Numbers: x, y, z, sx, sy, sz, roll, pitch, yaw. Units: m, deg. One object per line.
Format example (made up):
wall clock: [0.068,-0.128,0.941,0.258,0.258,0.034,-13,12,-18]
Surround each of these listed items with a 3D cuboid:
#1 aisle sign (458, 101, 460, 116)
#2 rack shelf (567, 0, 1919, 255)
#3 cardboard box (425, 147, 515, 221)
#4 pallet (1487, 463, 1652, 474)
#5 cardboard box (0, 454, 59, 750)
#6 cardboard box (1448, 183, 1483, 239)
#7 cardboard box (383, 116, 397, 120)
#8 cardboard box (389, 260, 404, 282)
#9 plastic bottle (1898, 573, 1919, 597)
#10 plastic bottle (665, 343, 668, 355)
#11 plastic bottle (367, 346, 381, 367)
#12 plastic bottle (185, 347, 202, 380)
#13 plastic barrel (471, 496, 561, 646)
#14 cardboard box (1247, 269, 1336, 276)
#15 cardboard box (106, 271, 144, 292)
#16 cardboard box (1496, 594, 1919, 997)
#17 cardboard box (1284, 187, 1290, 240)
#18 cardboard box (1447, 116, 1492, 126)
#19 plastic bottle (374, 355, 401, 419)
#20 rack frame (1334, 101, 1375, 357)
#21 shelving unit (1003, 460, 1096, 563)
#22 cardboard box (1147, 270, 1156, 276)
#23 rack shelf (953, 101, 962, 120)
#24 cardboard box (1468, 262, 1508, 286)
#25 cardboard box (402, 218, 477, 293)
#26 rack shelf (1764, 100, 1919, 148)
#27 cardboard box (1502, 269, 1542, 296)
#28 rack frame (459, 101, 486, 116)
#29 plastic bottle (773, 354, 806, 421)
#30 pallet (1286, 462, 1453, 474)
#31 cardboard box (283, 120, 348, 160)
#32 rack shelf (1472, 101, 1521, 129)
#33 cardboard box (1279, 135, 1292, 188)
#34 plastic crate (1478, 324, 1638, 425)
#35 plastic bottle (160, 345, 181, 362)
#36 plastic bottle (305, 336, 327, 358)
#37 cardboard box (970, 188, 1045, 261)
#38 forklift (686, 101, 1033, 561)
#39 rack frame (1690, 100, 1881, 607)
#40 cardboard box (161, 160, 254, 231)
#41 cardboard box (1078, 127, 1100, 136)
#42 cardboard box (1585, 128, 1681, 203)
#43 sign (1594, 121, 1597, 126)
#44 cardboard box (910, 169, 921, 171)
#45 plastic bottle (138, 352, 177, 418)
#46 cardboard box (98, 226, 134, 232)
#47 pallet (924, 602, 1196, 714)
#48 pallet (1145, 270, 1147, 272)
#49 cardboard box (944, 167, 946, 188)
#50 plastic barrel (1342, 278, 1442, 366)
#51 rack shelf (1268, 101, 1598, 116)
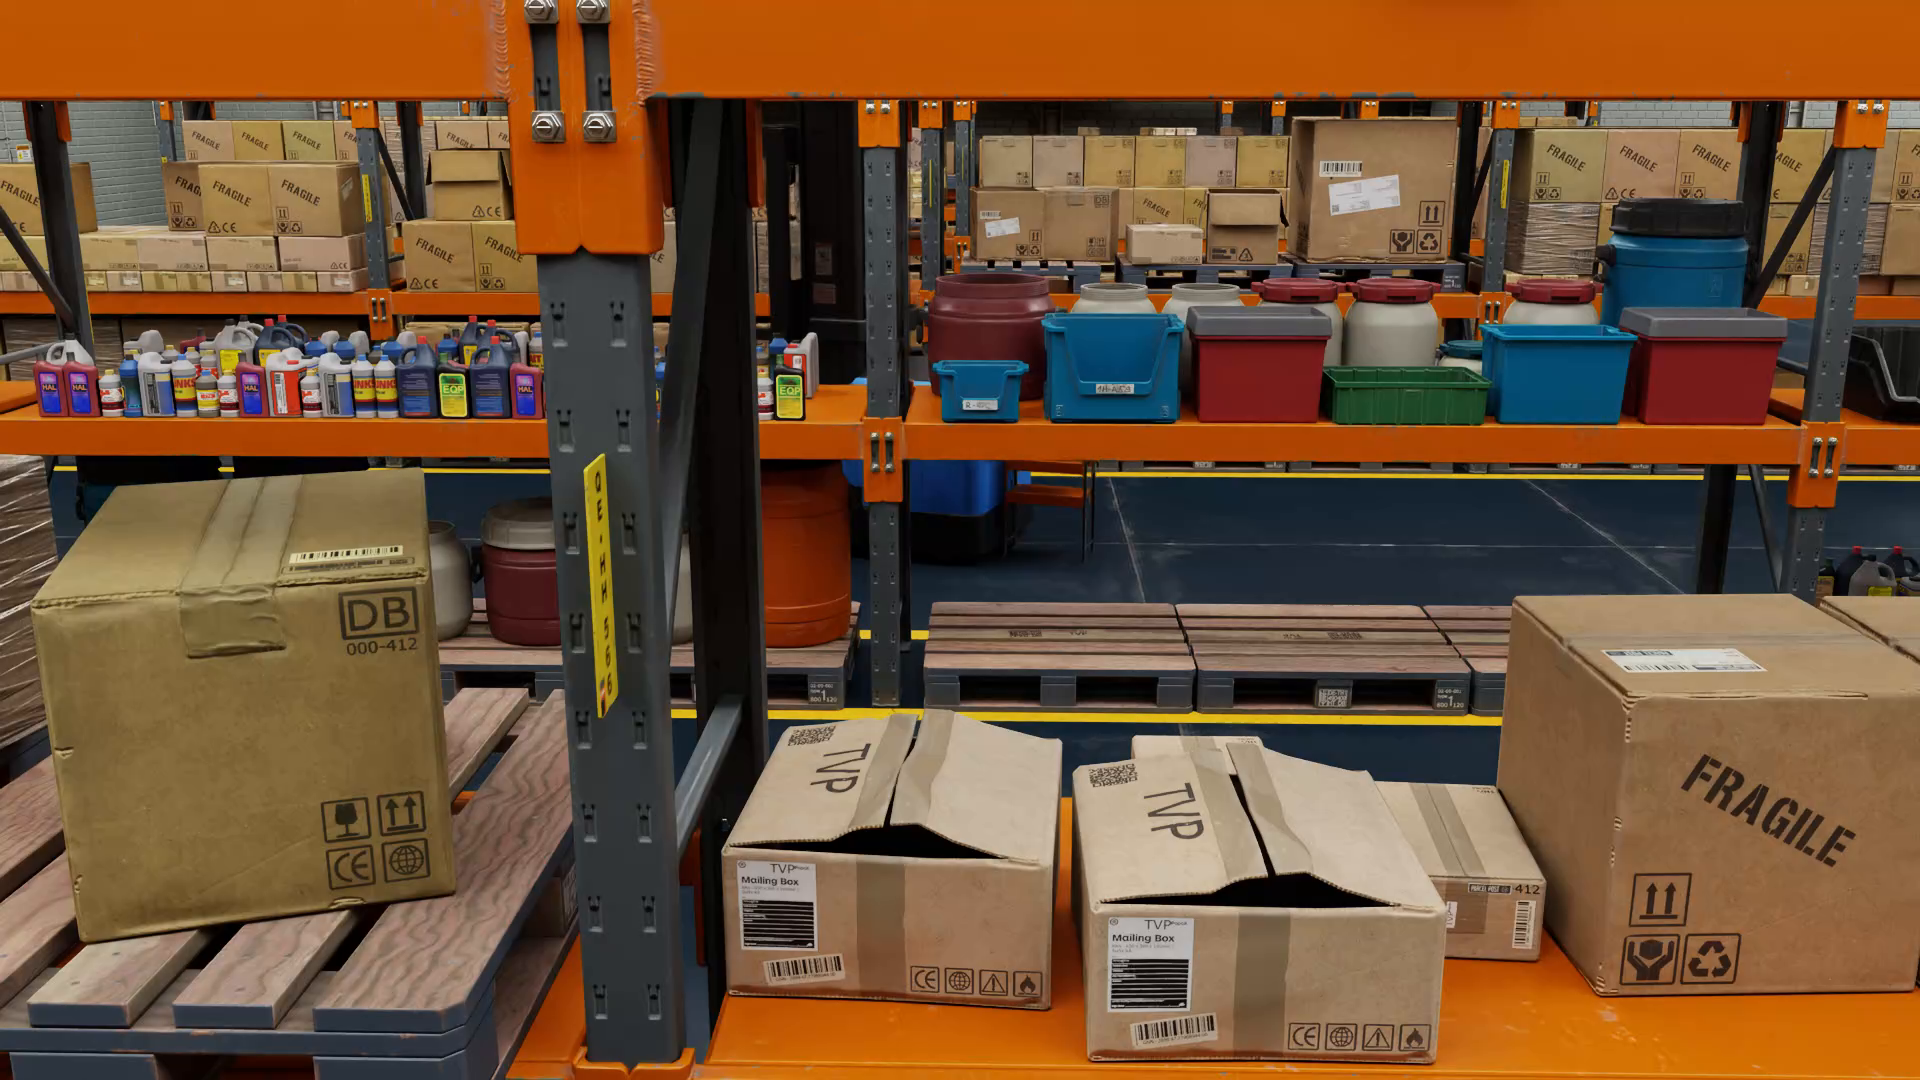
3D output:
aisle sign: [-7.893,-7.112,26.322,0.004,0.787,0.394,0,15,1]
rack shelf: [1.547,-0.648,2.446,4.000,0.370,1.077,0,15,1]
cardboard box: [-3.556,-2.642,12.312,0.637,0.503,0.797,0,15,0]
pallet: [4.475,-0.715,12.636,1.213,0.211,1.003,0,15,1]
cardboard box: [-1.994,0.160,2.833,0.500,0.500,0.700,3,15,12]
cardboard box: [4.950,-3.398,17.046,0.550,0.550,0.875,0,15,1]
cardboard box: [-7.328,-5.453,21.701,0.250,0.149,0.380,1,15,3]
cardboard box: [-4.482,-2.076,12.821,0.250,0.149,0.380,0,15,2]
plastic bottle: [4.541,0.279,7.881,0.135,0.276,0.152,0,15,1]
plastic bottle: [-1.342,-0.866,7.971,0.133,0.283,0.061,0,15,1]
plastic bottle: [-2.798,-0.831,7.999,0.097,0.201,0.097,0,15,0]
plastic bottle: [-3.670,-0.821,7.962,0.097,0.201,0.097,0,15,0]
plastic barrel: [-1.941,0.135,7.851,0.708,0.588,0.600,0,15,1]
cardboard box: [3.408,-2.419,17.216,0.750,0.750,1.050,0,15,1]
cardboard box: [-6.047,-1.918,12.222,0.250,0.149,0.380,1,15,2]
cardboard box: [1.225,0.400,2.748,0.500,0.500,0.500,0,15,-2]
cardboard box: [3.502,-3.306,16.796,0.500,0.500,0.500,0,15,1]
cardboard box: [6.520,-5.165,21.299,0.500,0.500,0.700,0,15,1]
plastic bottle: [-2.498,-0.669,7.249,0.097,0.271,0.097,0,15,0]
rack frame: [4.031,-3.323,17.054,0.127,3.000,1.000,0,15,1]
shelving unit: [0.533,-0.491,9.849,0.503,1.200,0.258,5,16,18]
cardboard box: [2.813,-3.525,22.148,0.625,0.372,0.950,1,15,5]
rack shelf: [-1.967,-4.464,16.912,4.000,0.370,1.077,0,15,1]
cardboard box: [4.025,-2.011,12.573,0.250,0.149,0.380,0,15,1]
cardboard box: [-3.741,-2.092,12.194,0.500,0.500,0.500,0,15,2]
rack shelf: [5.676,-1.885,7.135,4.000,0.370,1.077,0,15,1]
cardboard box: [4.010,-1.859,11.999,0.250,0.149,0.380,0,15,1]
rack frame: [-7.817,-5.930,26.936,0.127,3.000,1.000,0,15,1]
plastic bottle: [-0.738,-0.659,7.186,0.133,0.283,0.061,0,15,1]
pallet: [3.025,-0.715,12.636,1.213,0.211,1.003,0,15,1]
cardboard box: [-6.499,-3.995,16.864,0.500,0.500,0.500,0,15,0]
rack shelf: [5.802,-3.148,11.922,4.000,0.370,1.077,0,15,1]
cardboard box: [3.534,-3.856,16.921,0.500,0.500,0.700,0,15,0]
plastic crate: [2.566,-0.716,7.204,0.575,0.384,0.392,0,15,1]
plastic bottle: [-3.802,-0.838,8.024,0.097,0.201,0.097,0,15,0]
plastic bottle: [-3.034,-0.828,7.849,0.097,0.271,0.097,0,15,0]
cardboard box: [0.345,-2.343,12.320,0.500,0.500,0.500,-1,15,-5]
forklift: [-1.111,-1.506,10.304,3.031,2.935,1.130,6,16,20]
rack frame: [3.676,-0.795,7.475,0.127,3.000,1.000,0,15,1]
cardboard box: [-5.679,-2.620,12.633,0.500,0.500,0.500,0,15,0]
cardboard box: [1.700,-5.382,21.986,0.250,0.149,0.380,0,15,-1]
cardboard box: [4.746,-2.664,11.817,0.500,0.500,0.500,0,15,1]
sign: [8.021,-5.131,21.019,0.005,0.325,0.100,0,15,1]
cardboard box: [-0.429,-3.771,17.255,0.250,0.149,0.380,0,15,2]
plastic bottle: [-3.502,-0.685,7.300,0.135,0.276,0.152,0,15,1]
cardboard box: [-6.686,-2.266,12.759,0.500,0.250,0.500,0,15,0]
pallet: [0.451,0.542,7.873,1.213,0.211,1.003,0,15,1]
pallet: [3.442,-4.498,26.976,1.213,0.211,1.003,0,15,1]
cardboard box: [-0.433,-4.719,21.662,0.500,0.250,0.500,0,15,1]
plastic barrel: [1.992,-0.928,7.711,0.433,0.535,0.433,0,15,0]
rack shelf: [6.055,-5.675,21.501,4.000,0.370,1.077,0,15,1]
